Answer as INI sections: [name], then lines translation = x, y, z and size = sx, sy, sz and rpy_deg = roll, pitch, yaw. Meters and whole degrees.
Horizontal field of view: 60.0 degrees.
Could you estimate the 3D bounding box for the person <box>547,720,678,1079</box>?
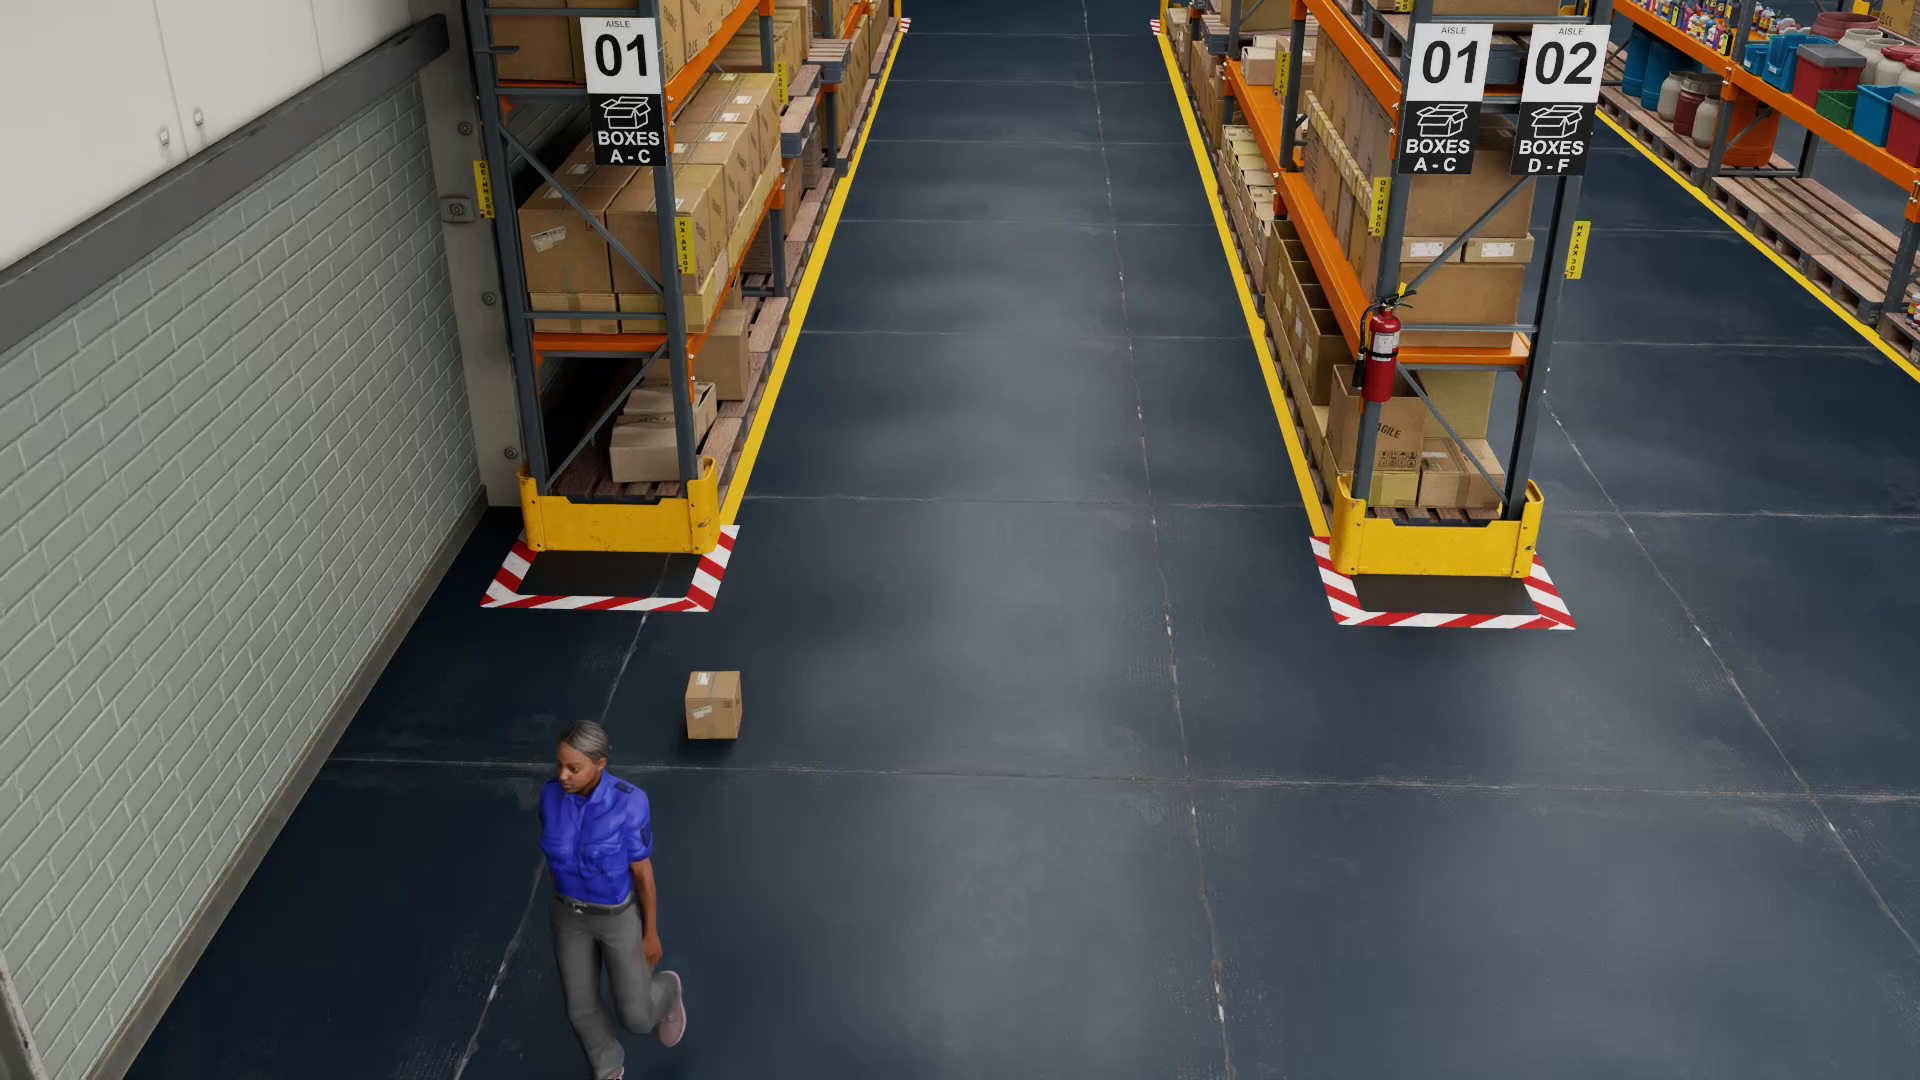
[person]
translation = -1.280, 1.314, 6.046
size = 0.460, 1.576, 0.457
rpy_deg = 7, 29, 12
